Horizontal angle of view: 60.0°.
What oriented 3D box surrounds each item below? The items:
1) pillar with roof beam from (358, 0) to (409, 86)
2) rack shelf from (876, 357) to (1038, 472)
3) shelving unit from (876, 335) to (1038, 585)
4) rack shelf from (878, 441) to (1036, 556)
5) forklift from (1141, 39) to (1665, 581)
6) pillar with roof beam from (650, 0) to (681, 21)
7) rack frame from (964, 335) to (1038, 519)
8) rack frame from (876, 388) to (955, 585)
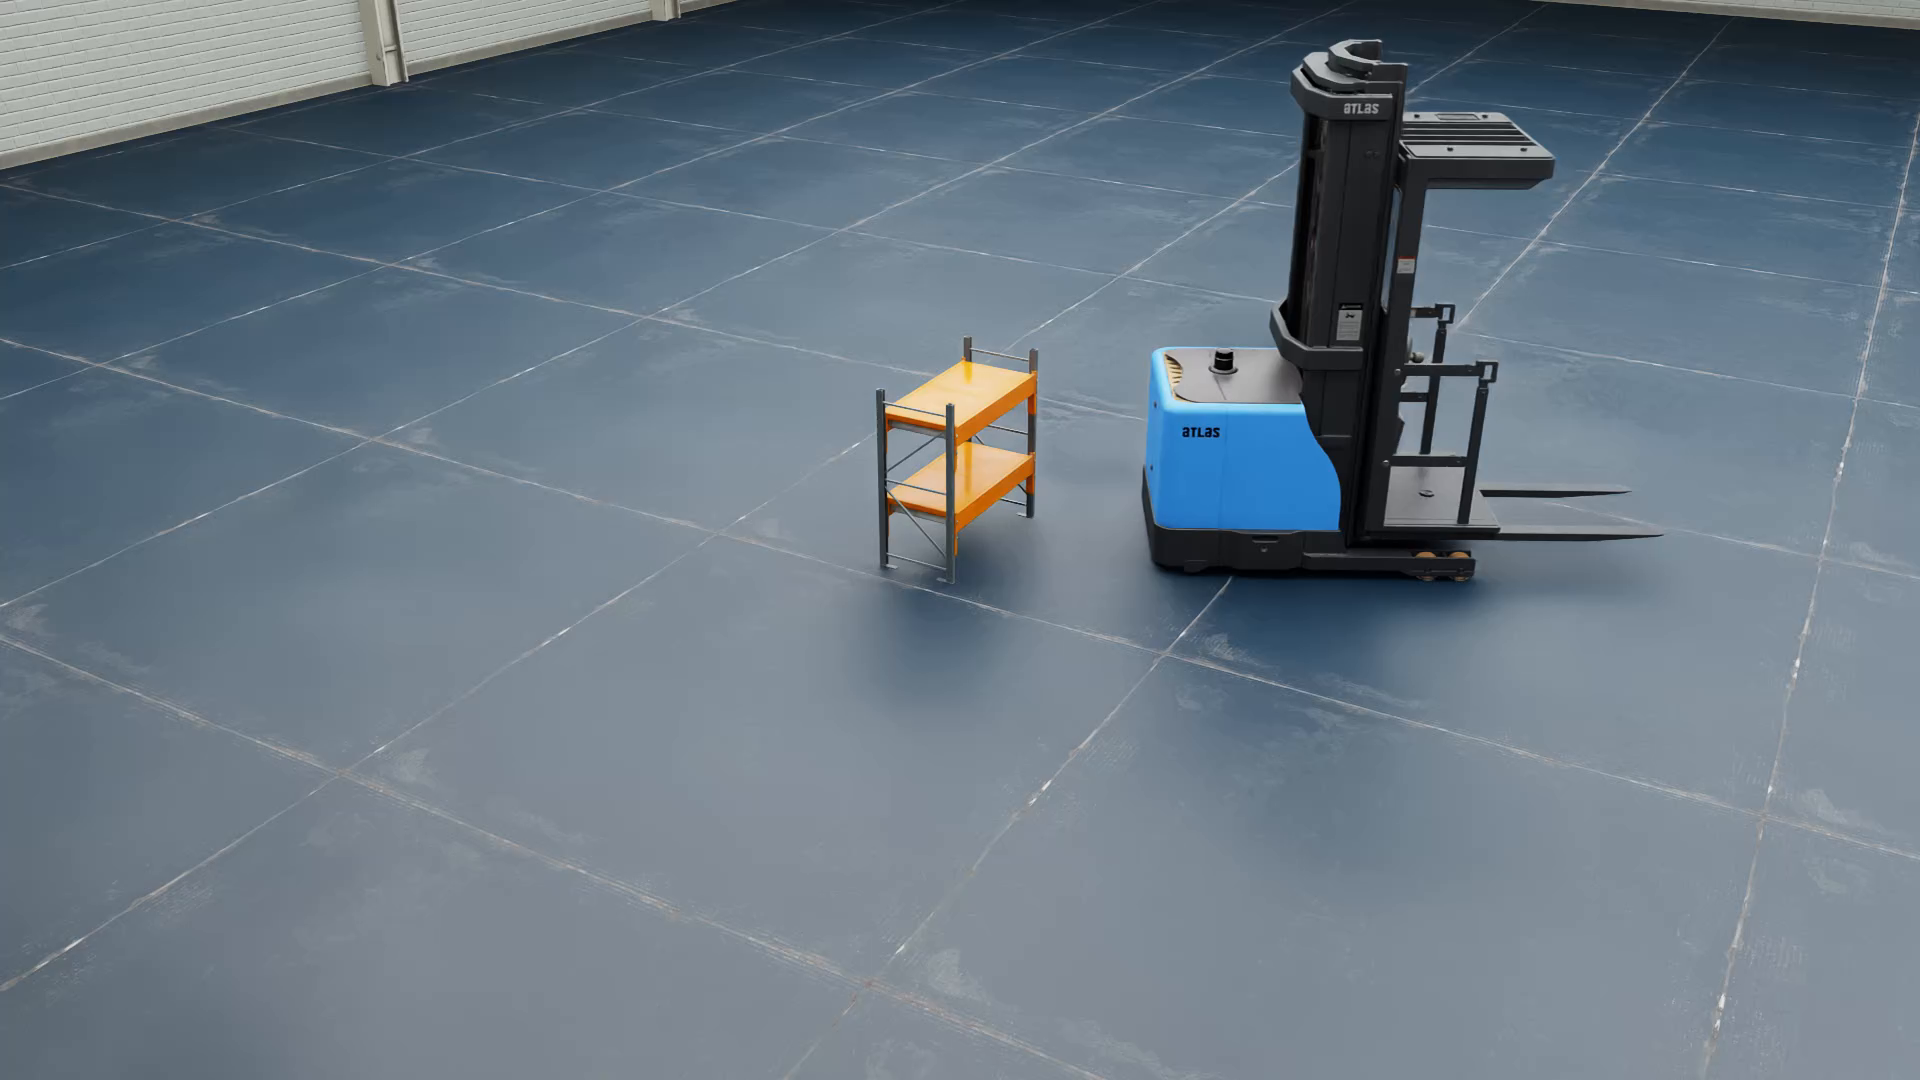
[{"bbox_3d":[-4.051,-9.336,18.848,9.100,9.000,0.400,14,30,26],"label":"pillar with roof beam"},{"bbox_3d":[-0.003,-0.762,9.862,0.538,0.278,1.000,14,30,26],"label":"rack shelf"},{"bbox_3d":[-0.003,-0.500,9.993,0.538,1.125,1.048,14,30,26],"label":"shelving unit"},{"bbox_3d":[-0.003,-0.282,10.102,0.538,0.278,1.000,14,30,26],"label":"rack shelf"},{"bbox_3d":[2.664,-1.312,9.597,3.031,2.935,1.130,1,27,1],"label":"forklift"},{"bbox_3d":[-1.100,-11.674,23.519,9.100,9.000,0.400,14,30,26],"label":"pillar with roof beam"},{"bbox_3d":[0.247,-0.698,10.389,0.500,1.125,0.032,14,30,26],"label":"rack frame"},{"bbox_3d":[-0.253,-0.302,9.597,0.500,1.125,0.032,14,30,26],"label":"rack frame"}]
